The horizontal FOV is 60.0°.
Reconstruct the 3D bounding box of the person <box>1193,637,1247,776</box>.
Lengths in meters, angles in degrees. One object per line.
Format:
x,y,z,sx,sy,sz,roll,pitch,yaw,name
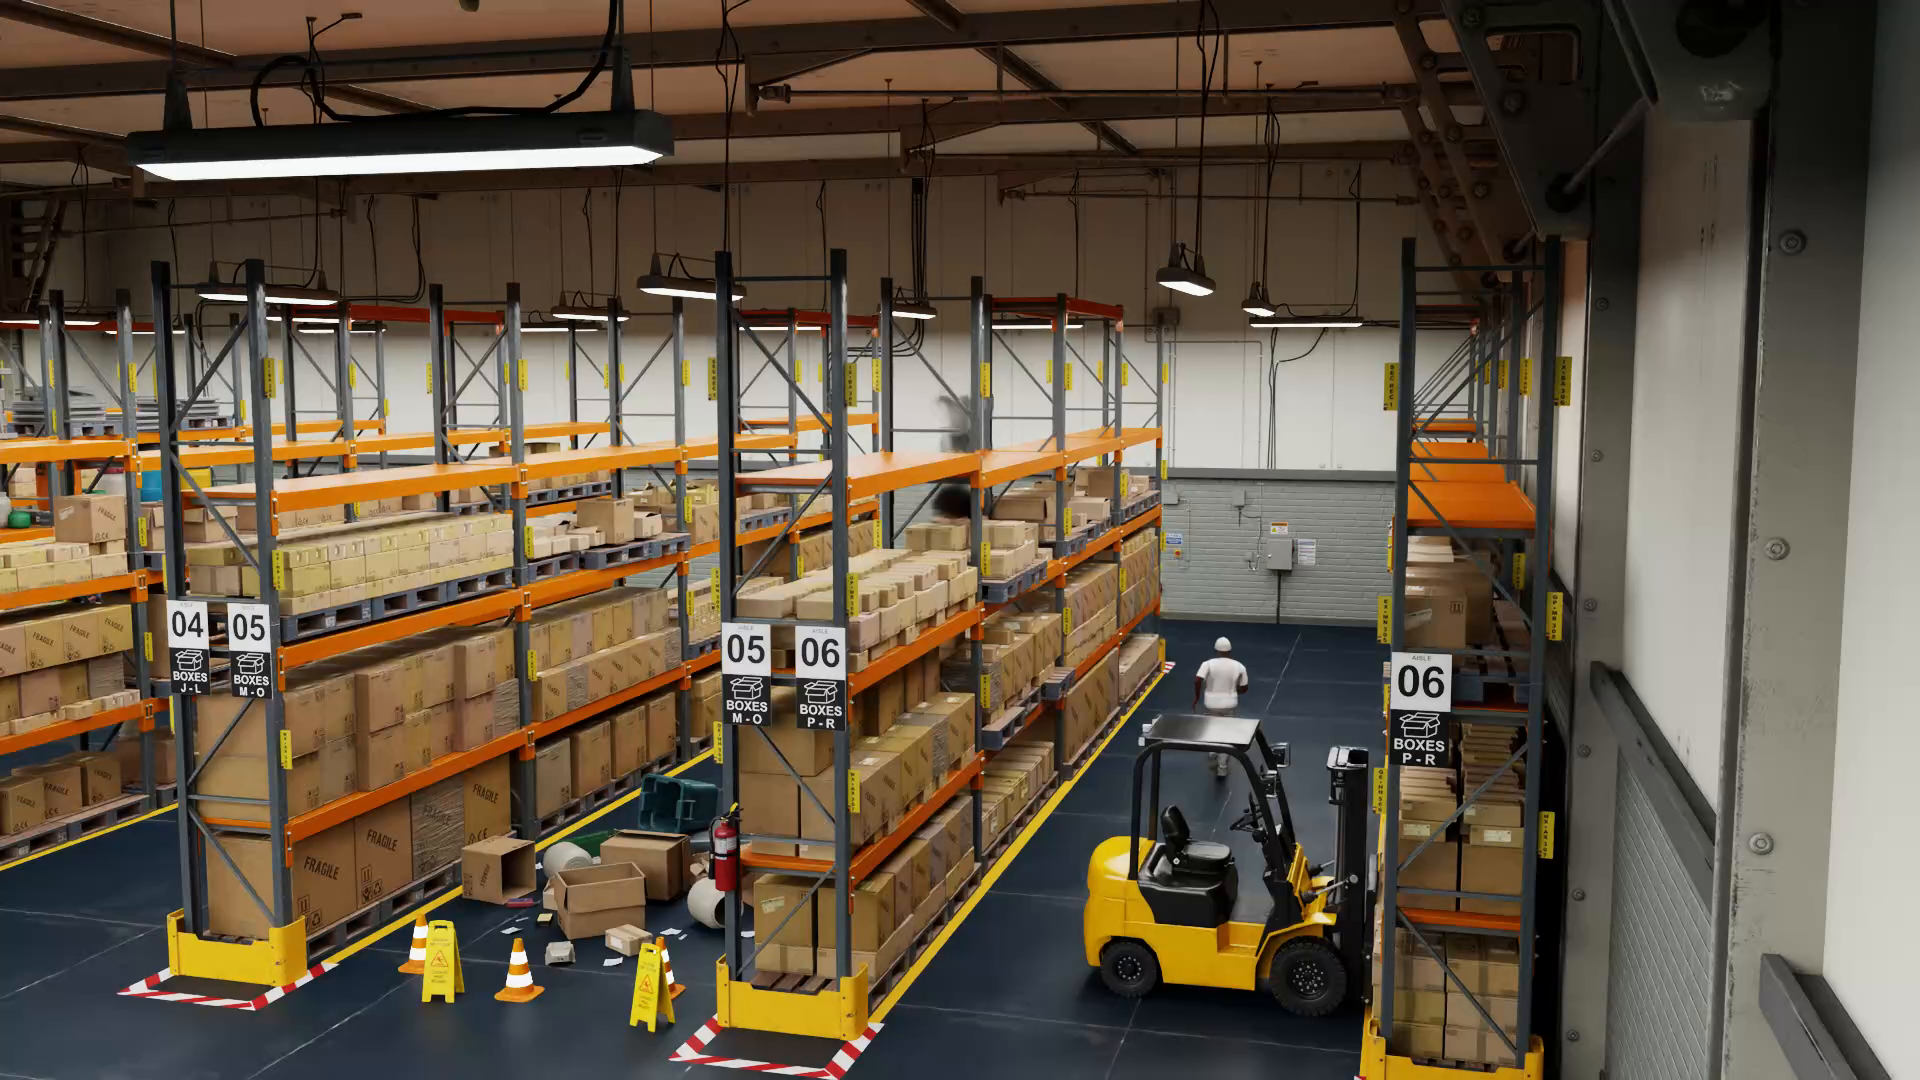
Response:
3.283,2.077,21.015,0.683,1.715,0.700,1,6,6,person

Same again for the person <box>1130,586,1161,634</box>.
3.201,1.201,29.186,0.650,1.728,0.684,1,6,8,person

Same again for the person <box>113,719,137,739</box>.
-10.722,2.017,21.279,0.653,1.809,0.917,1,6,5,person
